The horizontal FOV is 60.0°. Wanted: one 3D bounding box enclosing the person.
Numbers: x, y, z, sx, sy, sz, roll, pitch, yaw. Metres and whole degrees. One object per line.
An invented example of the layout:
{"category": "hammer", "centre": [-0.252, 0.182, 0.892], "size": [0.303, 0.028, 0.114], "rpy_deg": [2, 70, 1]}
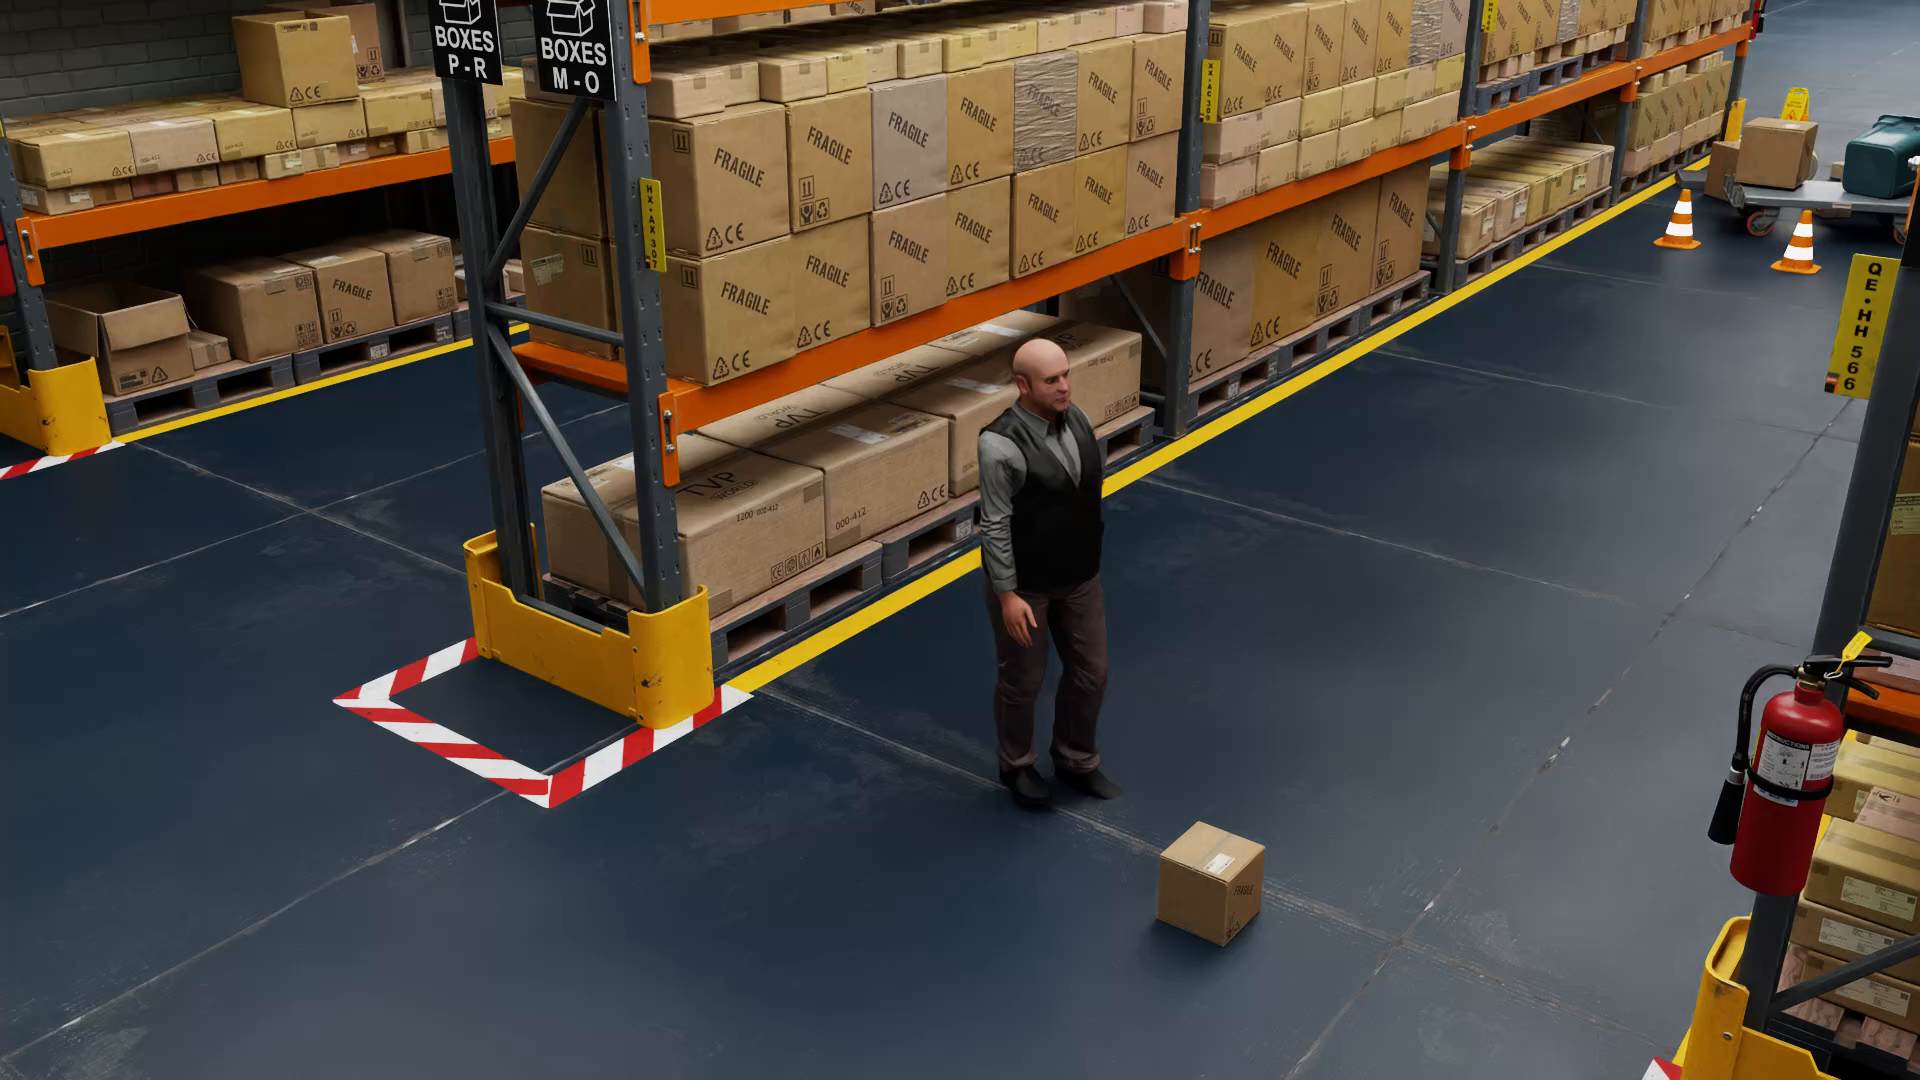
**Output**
{"category": "person", "centre": [0.288, 0.169, 5.784], "size": [0.558, 1.787, 0.416], "rpy_deg": [-17, 29, -34]}
